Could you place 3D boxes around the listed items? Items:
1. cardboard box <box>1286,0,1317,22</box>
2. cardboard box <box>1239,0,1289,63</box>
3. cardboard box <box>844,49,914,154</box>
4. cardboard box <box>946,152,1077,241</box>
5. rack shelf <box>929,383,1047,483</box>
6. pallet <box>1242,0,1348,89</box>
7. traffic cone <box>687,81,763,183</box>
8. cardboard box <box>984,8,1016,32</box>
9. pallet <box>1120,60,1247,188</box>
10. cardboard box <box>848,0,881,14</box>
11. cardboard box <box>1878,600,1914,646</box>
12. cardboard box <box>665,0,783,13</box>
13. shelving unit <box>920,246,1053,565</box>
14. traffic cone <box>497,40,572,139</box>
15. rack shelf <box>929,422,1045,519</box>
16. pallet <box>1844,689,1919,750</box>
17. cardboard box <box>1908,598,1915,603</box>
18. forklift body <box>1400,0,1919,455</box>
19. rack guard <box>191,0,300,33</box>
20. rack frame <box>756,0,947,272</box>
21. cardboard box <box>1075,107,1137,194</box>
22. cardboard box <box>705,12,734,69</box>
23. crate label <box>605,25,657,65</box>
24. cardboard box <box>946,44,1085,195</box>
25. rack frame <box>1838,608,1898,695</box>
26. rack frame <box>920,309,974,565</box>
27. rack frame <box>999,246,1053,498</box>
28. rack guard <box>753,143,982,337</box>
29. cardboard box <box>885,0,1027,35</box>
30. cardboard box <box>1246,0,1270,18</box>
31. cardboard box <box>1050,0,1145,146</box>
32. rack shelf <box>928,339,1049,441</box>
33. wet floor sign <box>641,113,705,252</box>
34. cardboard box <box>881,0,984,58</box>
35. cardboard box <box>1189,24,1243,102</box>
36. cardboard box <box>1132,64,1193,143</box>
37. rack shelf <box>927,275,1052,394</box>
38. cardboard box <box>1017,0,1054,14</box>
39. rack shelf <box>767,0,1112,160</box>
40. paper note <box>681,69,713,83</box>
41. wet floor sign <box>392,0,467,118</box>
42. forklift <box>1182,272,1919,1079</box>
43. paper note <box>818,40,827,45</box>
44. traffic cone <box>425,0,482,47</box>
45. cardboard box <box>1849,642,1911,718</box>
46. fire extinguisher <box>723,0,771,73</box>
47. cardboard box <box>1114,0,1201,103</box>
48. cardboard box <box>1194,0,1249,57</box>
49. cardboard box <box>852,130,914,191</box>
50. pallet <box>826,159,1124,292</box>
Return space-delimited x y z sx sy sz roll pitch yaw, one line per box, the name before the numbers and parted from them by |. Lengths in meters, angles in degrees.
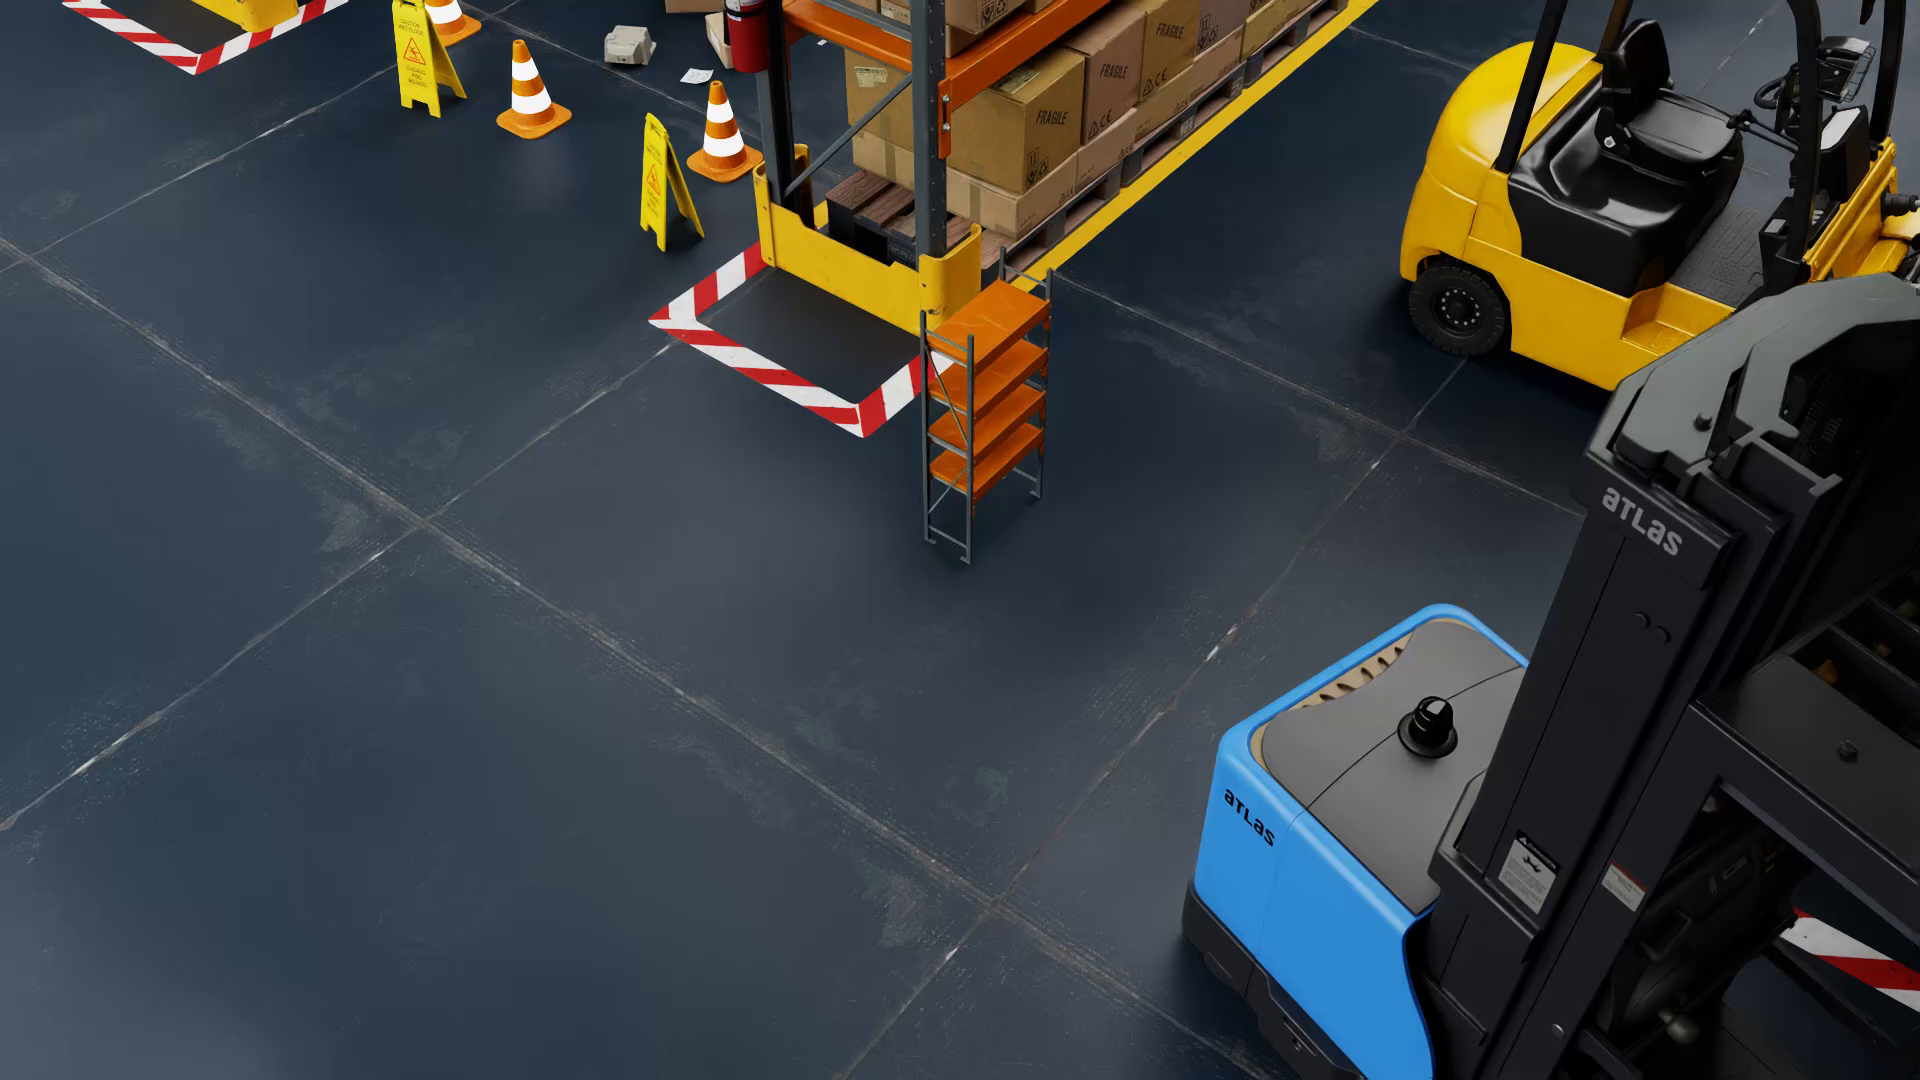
cardboard box | 1.808 -3.259 9.565 0.500 0.250 0.500 32 54 27
cardboard box | 1.490 -2.950 9.269 0.500 0.250 0.500 28 52 24
cardboard box | -0.206 -2.260 8.092 0.500 0.500 0.500 30 53 25
cardboard box | 0.223 -1.767 8.139 0.500 0.250 0.500 29 53 25
rack shelf | 0.101 -0.463 6.620 0.258 0.148 0.480 29 53 25
pallet | 1.574 -3.158 9.785 1.003 0.211 1.213 29 53 25
traffic cone | -1.247 -2.172 8.670 0.336 0.463 0.334 29 53 25
cardboard box | 0.025 -2.399 7.306 0.380 0.149 0.250 30 53 26
pallet | 0.828 -2.457 9.115 1.003 0.211 1.213 29 53 25
cardboard box | -0.430 -2.454 7.358 0.380 0.149 0.250 31 54 26
cardboard box | 3.491 0.176 5.938 0.500 0.250 0.500 29 53 25
cardboard box | -1.419 -3.494 9.904 0.797 0.503 0.637 -2 46 -2
shelving unit | 0.101 -0.509 6.571 0.258 1.200 0.503 29 53 25
traffic cone | -2.333 -2.468 8.953 0.336 0.463 0.334 29 53 25
rack shelf | 0.101 -0.326 6.764 0.258 0.148 0.480 29 53 25
pallet | 3.876 0.467 6.322 1.003 0.211 1.213 29 53 25
cardboard box | 3.476 0.018 5.743 0.500 0.250 0.500 31 54 26
forklift body | 3.157 -1.638 6.992 2.313 2.155 1.214 29 53 25
rack guard | -4.483 -3.485 9.898 1.175 0.500 0.348 29 53 25
rack frame | -0.489 -2.232 6.972 1.000 3.000 0.127 29 53 25
cardboard box | 0.541 -2.055 8.415 0.500 0.250 0.500 31 54 26
cardboard box | -1.287 -2.890 9.572 0.250 0.149 0.380 -17 49 -15
crate label | -1.902 -2.833 9.526 0.250 0.136 0.298 6 47 5
cardboard box | 0.237 -2.039 7.881 0.500 0.500 0.500 28 52 24
rack frame | 3.441 -0.040 4.878 1.000 3.000 0.127 29 53 25
rack frame | -0.048 -0.370 6.438 0.240 1.200 0.015 29 53 25
rack frame | 0.250 -0.649 6.705 0.240 1.200 0.015 29 53 25
rack guard | -0.443 -1.412 7.918 1.175 0.500 0.348 29 53 25
cardboard box | 0.020 -2.518 6.971 0.500 0.500 0.500 28 53 24
cardboard box | 1.498 -3.226 9.015 0.500 0.500 0.500 30 53 26
cardboard box | 0.553 -2.341 8.169 0.500 0.500 0.500 27 52 24
rack shelf | 0.101 -0.617 6.458 0.258 0.148 0.480 29 53 25
wet floor sign | -1.452 -1.783 8.172 0.232 0.644 0.267 -25 51 -22
cardboard box | -0.118 -2.248 7.162 0.380 0.149 0.250 29 53 25
cardboard box | 1.176 -2.661 8.993 0.500 0.250 0.500 30 53 26
cardboard box | 0.865 -2.373 8.718 0.500 0.250 0.500 33 54 27
rack shelf | 0.101 -0.781 6.287 0.258 0.148 0.480 29 53 25
cardboard box | 0.252 -2.515 7.416 0.380 0.149 0.250 28 52 24
rack shelf | 0.734 -3.128 8.326 1.077 0.370 4.000 29 53 25
paper note | -1.486 -2.627 9.403 0.148 0.019 0.142 13 48 12
wet floor sign | -2.919 -2.657 9.007 0.267 0.644 0.232 21 50 19
forklift | 2.010 0.975 3.956 1.130 2.935 3.031 -27 52 -24
paper note | -0.779 -2.915 9.692 0.032 0.001 0.123 29 53 25
traffic cone | -3.020 -3.162 9.616 0.336 0.463 0.334 29 53 25
cardboard box | 3.478 0.356 6.111 0.500 0.250 0.500 30 53 25
fire extinguisher | -0.924 -2.344 7.132 0.296 0.674 0.183 29 53 25
cardboard box | 0.866 -2.624 8.439 0.500 0.500 0.500 30 53 26
cardboard box | 1.186 -2.934 8.735 0.500 0.500 0.500 32 54 27
cardboard box | -0.193 -2.023 8.383 0.500 0.250 0.500 29 53 25
pallet | 0.082 -1.762 8.451 1.003 0.211 1.213 29 53 25
